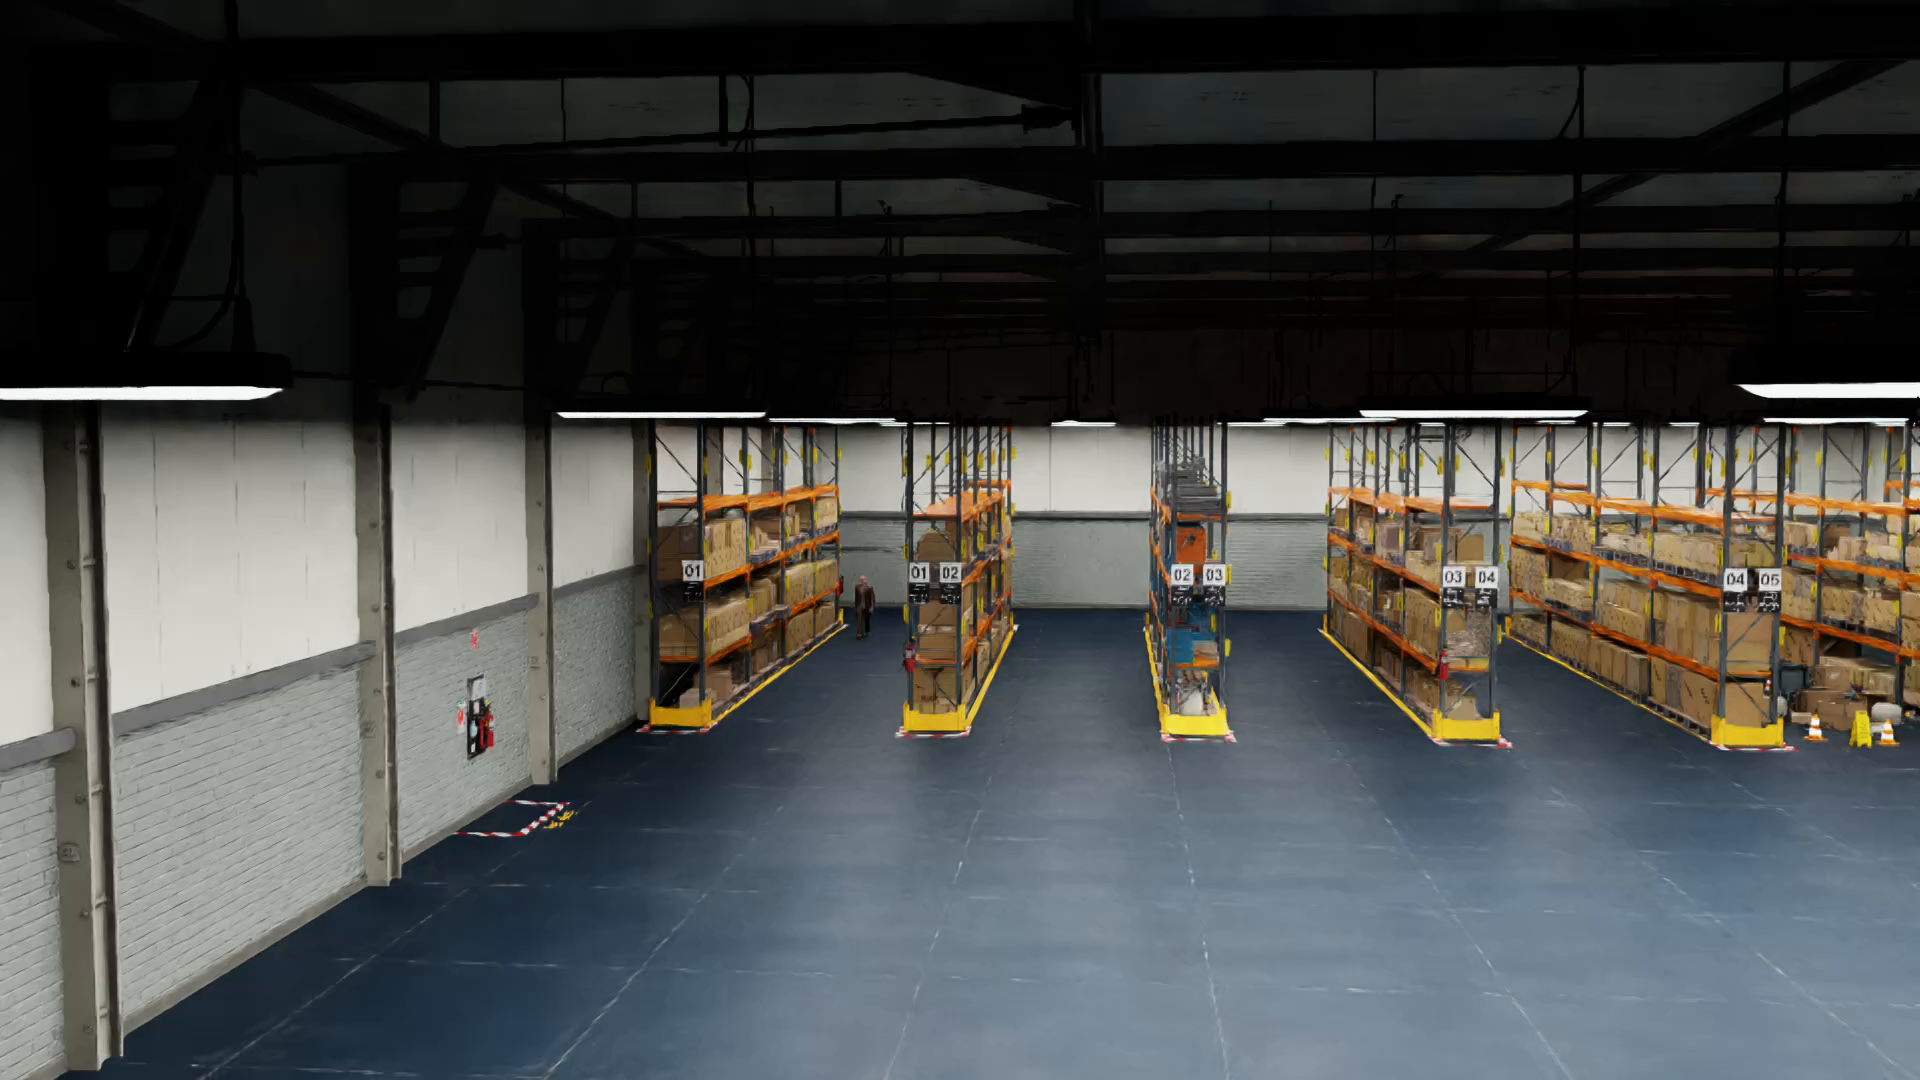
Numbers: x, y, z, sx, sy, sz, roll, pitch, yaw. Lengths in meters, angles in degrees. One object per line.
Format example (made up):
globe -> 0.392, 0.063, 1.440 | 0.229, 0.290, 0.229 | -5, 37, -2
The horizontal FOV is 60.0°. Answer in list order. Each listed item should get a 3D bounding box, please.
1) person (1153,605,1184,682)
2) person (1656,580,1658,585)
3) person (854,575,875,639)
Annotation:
person -> 4.546, 2.244, 36.061 | 0.613, 1.668, 0.624 | -1, 4, -8
person -> 19.054, 1.853, 45.650 | 0.559, 1.582, 0.539 | -1, 4, -10
person -> -2.611, 1.808, 45.323 | 0.600, 1.725, 1.111 | 0, 4, 4
